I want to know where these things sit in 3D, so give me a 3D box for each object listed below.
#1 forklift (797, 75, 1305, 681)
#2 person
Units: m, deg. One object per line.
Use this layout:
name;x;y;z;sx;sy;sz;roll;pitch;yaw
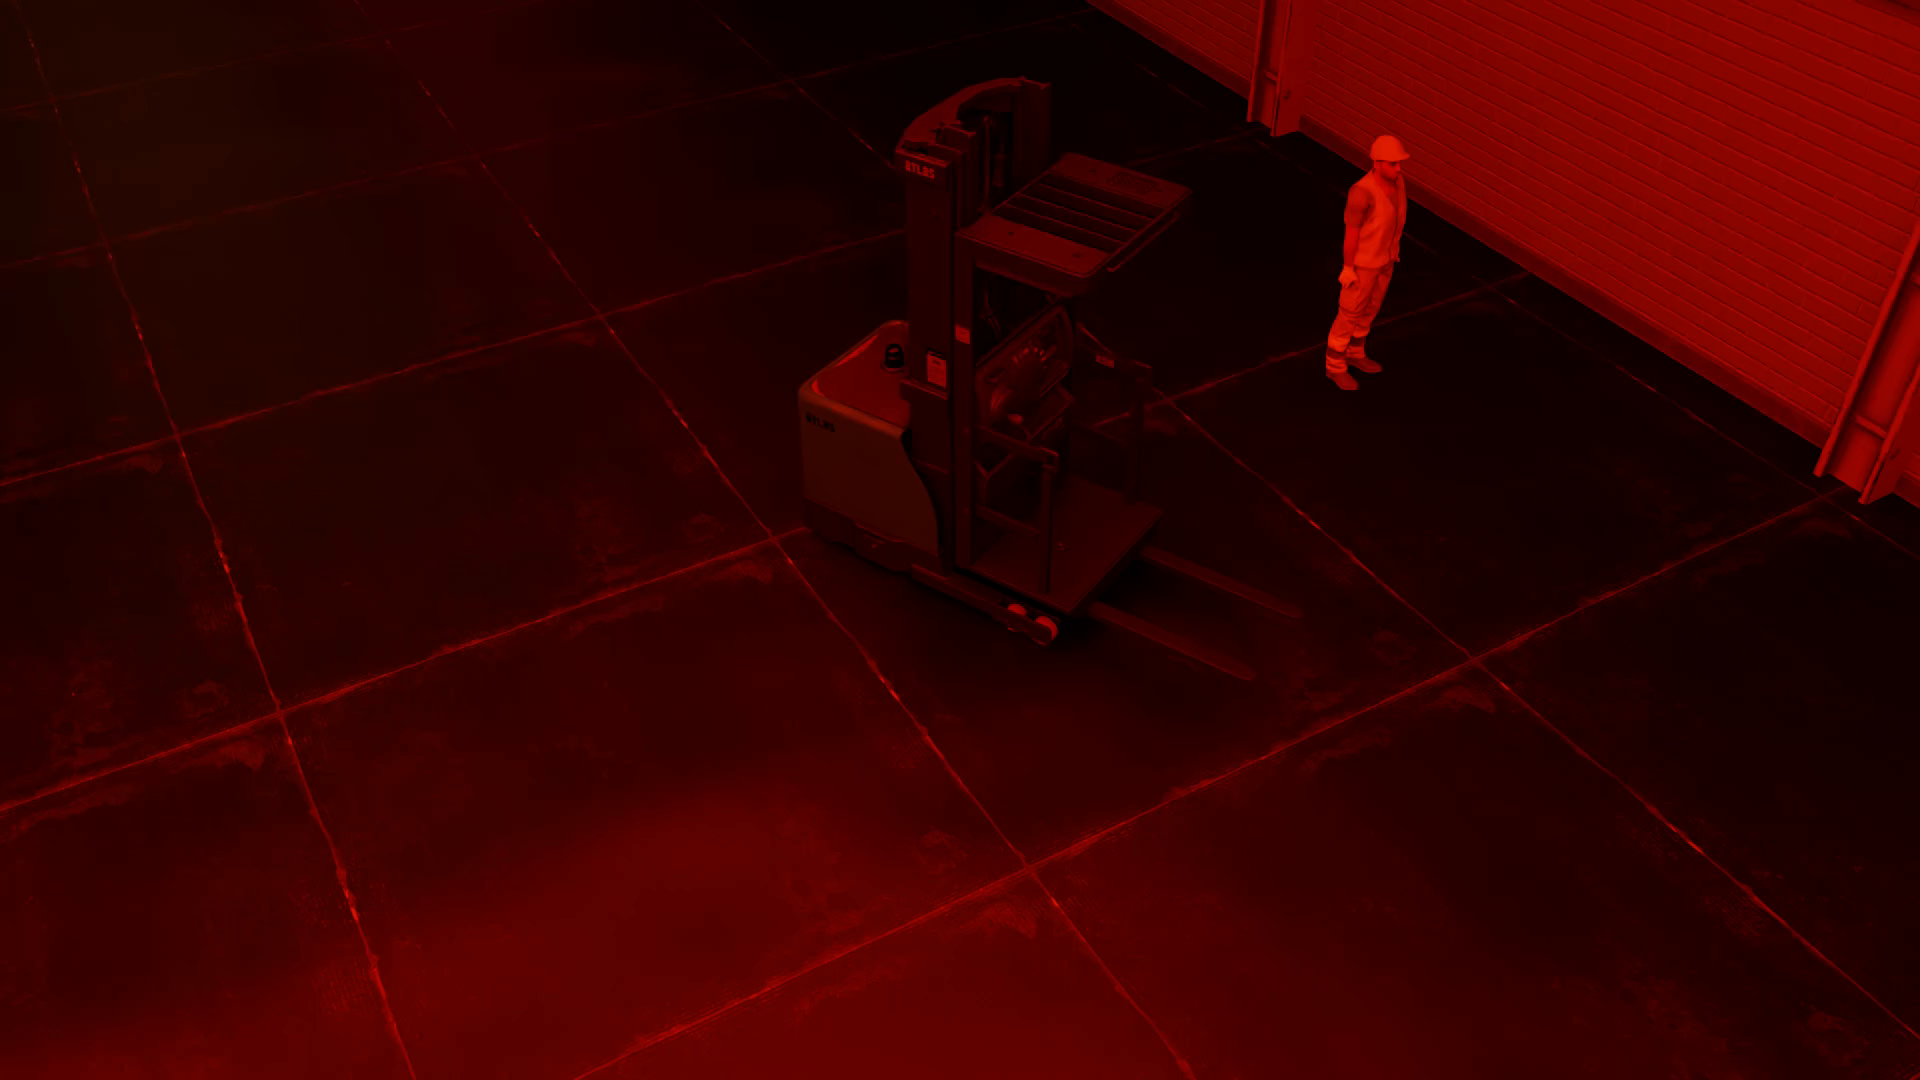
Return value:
forklift;0.531;-0.911;9.135;3.031;2.935;1.130;24;45;26
person;2.772;-1.875;11.190;0.559;1.795;0.354;-31;49;-32
